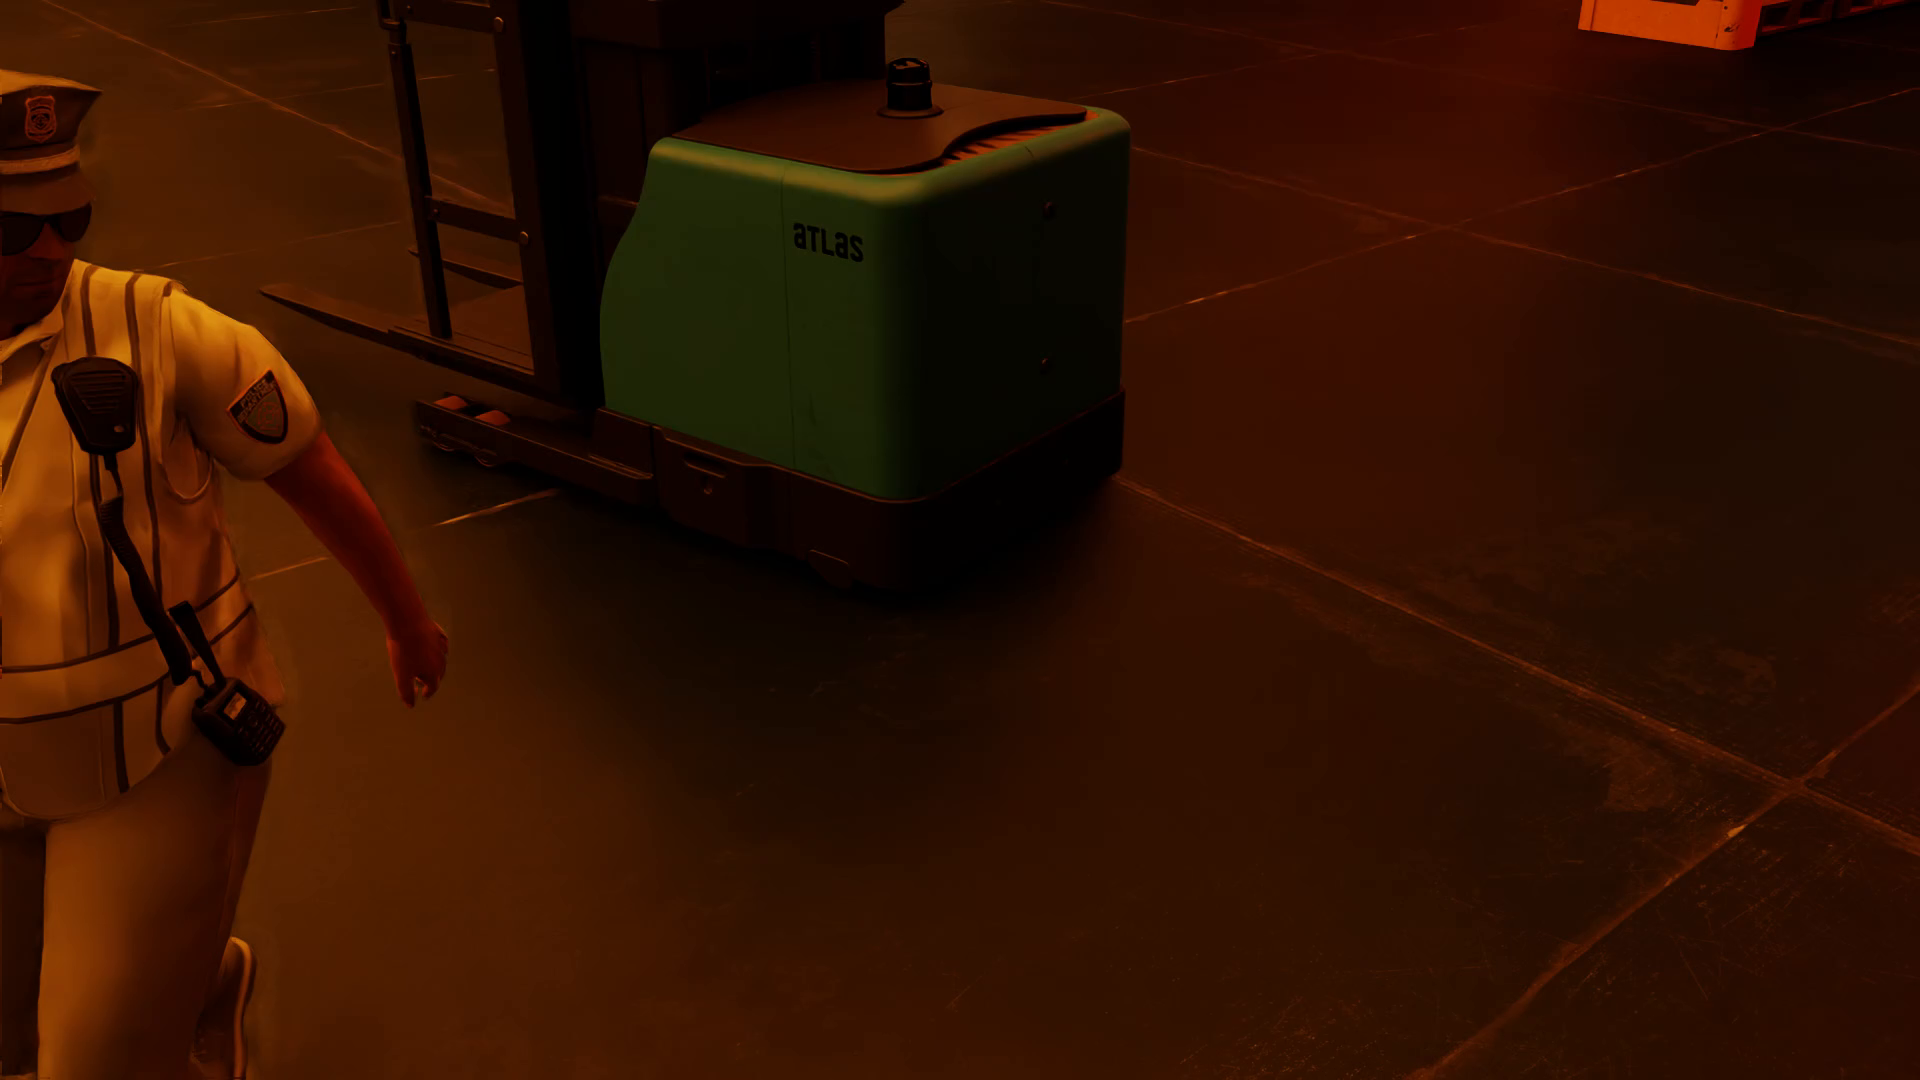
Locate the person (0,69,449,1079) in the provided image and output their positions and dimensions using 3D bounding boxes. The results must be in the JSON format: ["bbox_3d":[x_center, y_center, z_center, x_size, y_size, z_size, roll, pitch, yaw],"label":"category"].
[{"bbox_3d":[-1.100,0.251,2.140,0.628,1.674,0.779,4,27,8],"label":"person"}]

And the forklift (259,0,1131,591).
[{"bbox_3d":[-1.018,-1.696,4.622,3.031,2.935,1.130,19,32,33],"label":"forklift"}]
